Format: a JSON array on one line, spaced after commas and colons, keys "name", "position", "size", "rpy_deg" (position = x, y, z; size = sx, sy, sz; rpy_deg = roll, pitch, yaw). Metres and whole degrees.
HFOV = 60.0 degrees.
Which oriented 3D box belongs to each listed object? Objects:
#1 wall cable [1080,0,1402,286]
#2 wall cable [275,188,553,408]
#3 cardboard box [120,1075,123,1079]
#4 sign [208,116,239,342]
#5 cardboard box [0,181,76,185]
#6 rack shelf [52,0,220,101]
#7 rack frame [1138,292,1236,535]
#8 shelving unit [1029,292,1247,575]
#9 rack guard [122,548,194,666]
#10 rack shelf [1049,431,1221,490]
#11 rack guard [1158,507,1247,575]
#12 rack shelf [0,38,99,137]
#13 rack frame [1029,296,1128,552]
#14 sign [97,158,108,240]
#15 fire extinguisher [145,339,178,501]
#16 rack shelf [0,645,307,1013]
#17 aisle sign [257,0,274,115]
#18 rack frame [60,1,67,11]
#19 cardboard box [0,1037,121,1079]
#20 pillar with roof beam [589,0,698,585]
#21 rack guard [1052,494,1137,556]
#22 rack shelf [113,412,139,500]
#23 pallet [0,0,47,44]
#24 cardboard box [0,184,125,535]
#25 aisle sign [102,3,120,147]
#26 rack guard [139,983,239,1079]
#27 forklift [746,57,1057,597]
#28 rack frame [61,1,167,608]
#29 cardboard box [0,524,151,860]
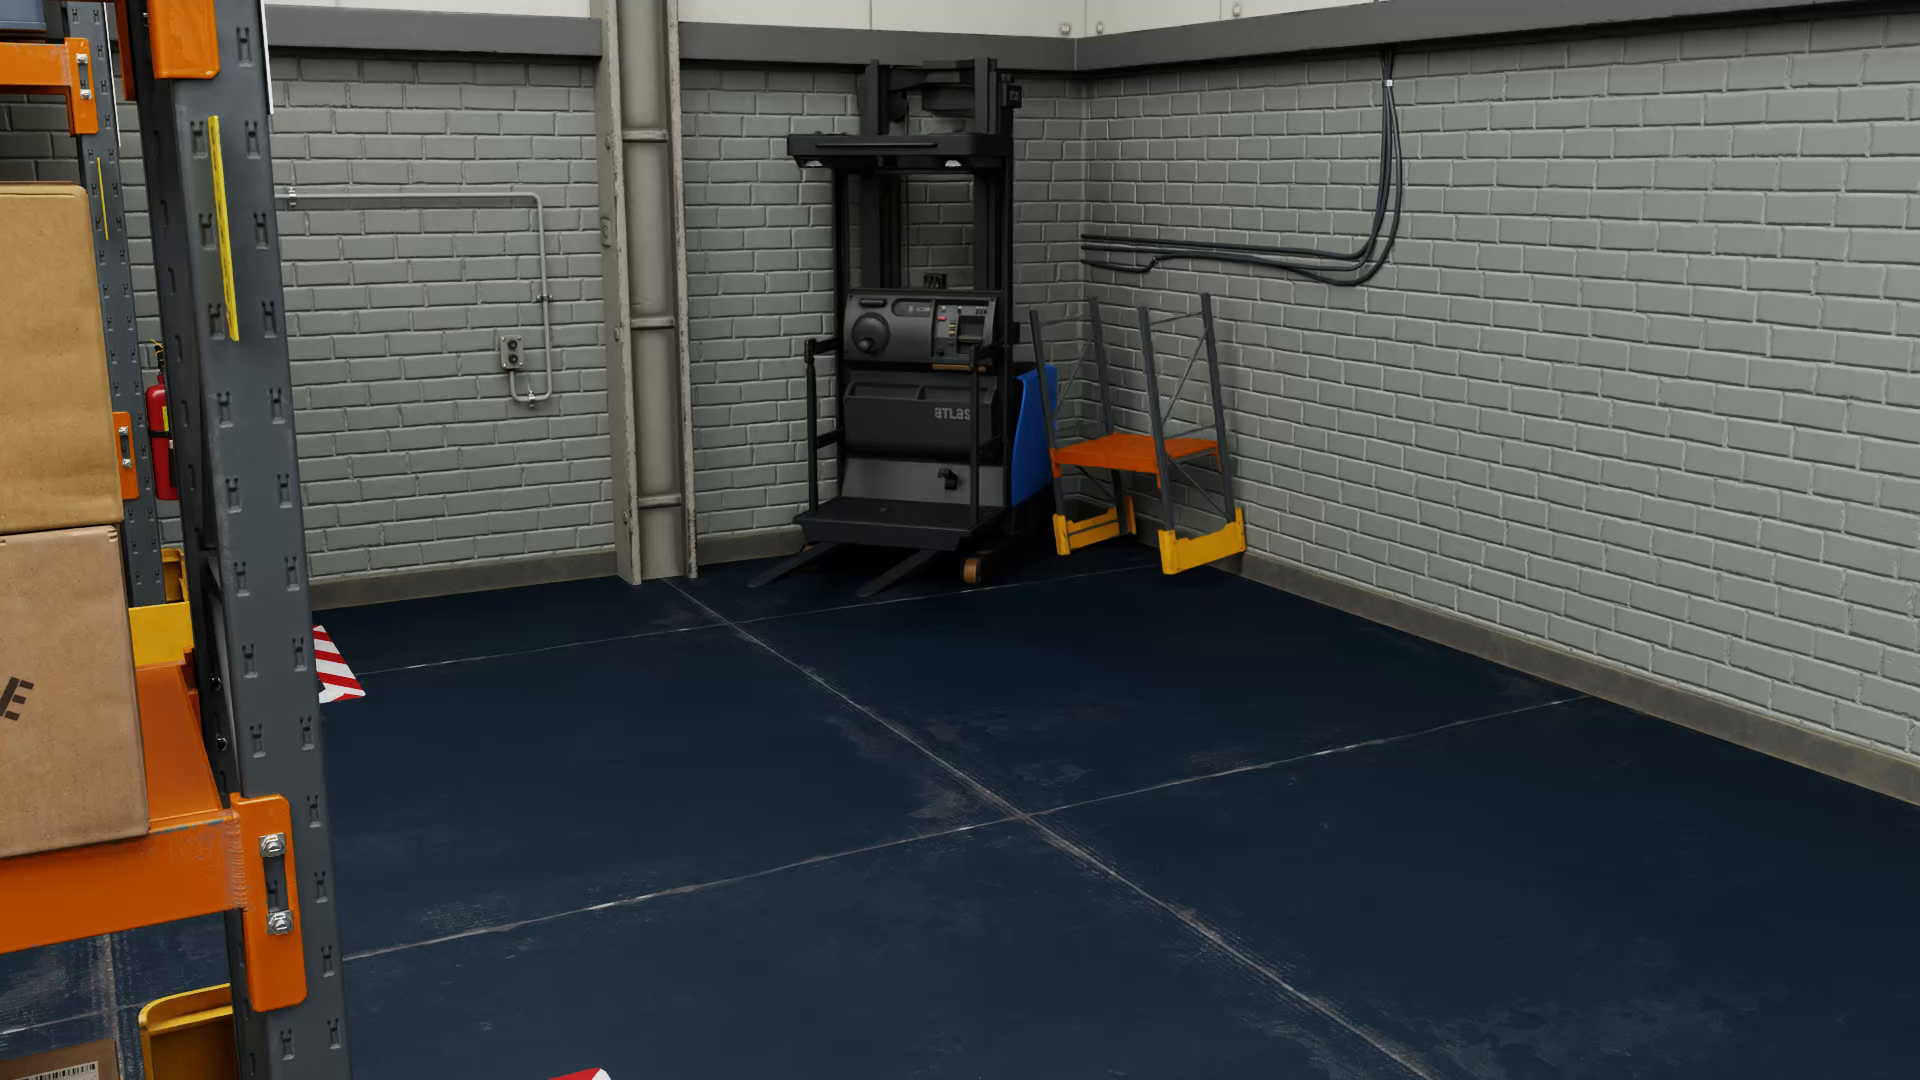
[{"name": "wall cable", "position": [1.415, -2.744, 9.380], "size": [0.112, 2.526, 3.097], "rpy_deg": [-7, 14, -28]}, {"name": "wall cable", "position": [-3.050, -1.619, 8.657], "size": [1.851, 1.984, 0.084], "rpy_deg": [-7, 14, -28]}, {"name": "cardboard box", "position": [-1.876, 1.302, 3.483], "size": [0.250, 0.149, 0.380], "rpy_deg": [-7, 14, -28]}, {"name": "sign", "position": [-1.096, -0.462, 2.473], "size": [0.005, 0.325, 0.100], "rpy_deg": [-7, 14, -28]}, {"name": "cardboard box", "position": [-1.860, -0.393, 3.018], "size": [0.500, 0.500, 0.500], "rpy_deg": [-6, 14, -26]}, {"name": "rack shelf", "position": [-3.100, -0.754, 1.935], "size": [4.000, 0.370, 1.077], "rpy_deg": [-7, 14, -28]}, {"name": "rack frame", "position": [1.293, -0.603, 9.346], "size": [0.500, 1.500, 0.032], "rpy_deg": [-16, 14, -31]}, {"name": "shelving unit", "position": [1.018, -0.652, 9.760], "size": [0.587, 1.500, 1.083], "rpy_deg": [-16, 14, -31]}, {"name": "rack guard", "position": [-3.700, 0.411, 7.646], "size": [0.348, 0.500, 1.175], "rpy_deg": [-7, 14, -28]}, {"name": "rack shelf", "position": [1.040, -0.480, 9.806], "size": [0.538, 0.185, 1.000], "rpy_deg": [-16, 14, -31]}, {"name": "rack guard", "position": [1.384, 0.000, 9.480], "size": [0.587, 0.250, 0.087], "rpy_deg": [-16, 14, -31]}, {"name": "rack shelf", "position": [-5.476, -1.708, 6.175], "size": [4.000, 0.370, 1.077], "rpy_deg": [-7, 14, -28]}, {"name": "rack frame", "position": [0.734, -0.703, 10.189], "size": [0.500, 1.500, 0.032], "rpy_deg": [-16, 14, -31]}, {"name": "sign", "position": [-3.473, -1.381, 6.736], "size": [0.005, 0.325, 0.100], "rpy_deg": [-7, 14, -28]}, {"name": "fire extinguisher", "position": [-3.367, -0.514, 7.085], "size": [0.183, 0.674, 0.296], "rpy_deg": [-7, 14, -28]}, {"name": "rack shelf", "position": [-3.100, 0.709, 2.264], "size": [4.000, 0.370, 1.077], "rpy_deg": [-7, 14, -28]}, {"name": "aisle sign", "position": [-1.137, -1.068, 2.604], "size": [0.004, 0.787, 0.394], "rpy_deg": [-7, 14, -28]}, {"name": "rack frame", "position": [-3.721, -3.733, 6.701], "size": [0.127, 3.000, 1.000], "rpy_deg": [-7, 14, -28]}, {"name": "cardboard box", "position": [-1.703, 1.257, 2.881], "size": [0.500, 0.500, 0.500], "rpy_deg": [-7, 14, -28]}, {"name": "pillar with roof beam", "position": [0.297, -3.354, 5.018], "size": [0.400, 9.000, 9.100], "rpy_deg": [-7, 14, -28]}, {"name": "rack guard", "position": [0.837, -0.098, 10.306], "size": [0.587, 0.250, 0.087], "rpy_deg": [-16, 14, -31]}, {"name": "rack shelf", "position": [-5.476, -0.245, 6.504], "size": [4.000, 0.370, 1.077], "rpy_deg": [-7, 14, -28]}, {"name": "pallet", "position": [-4.367, -2.146, 6.685], "size": [1.213, 0.211, 1.003], "rpy_deg": [-7, 14, -28]}, {"name": "cardboard box", "position": [-1.603, -0.289, 2.556], "size": [0.500, 0.500, 0.500], "rpy_deg": [-7, 14, -28]}, {"name": "aisle sign", "position": [-3.514, -2.024, 6.851], "size": [0.004, 0.787, 0.394], "rpy_deg": [-7, 14, -28]}, {"name": "rack guard", "position": [-1.411, 1.375, 3.359], "size": [0.348, 0.500, 1.175], "rpy_deg": [-7, 14, -28]}, {"name": "forklift", "position": [-0.303, -1.268, 9.569], "size": [1.130, 2.935, 3.031], "rpy_deg": [4, 13, 18]}, {"name": "rack frame", "position": [-3.721, -0.806, 7.360], "size": [0.127, 3.000, 1.000], "rpy_deg": [-7, 14, -28]}, {"name": "cardboard box", "position": [-1.607, 0.199, 2.666], "size": [0.500, 0.500, 0.500], "rpy_deg": [-6, 14, -26]}]
